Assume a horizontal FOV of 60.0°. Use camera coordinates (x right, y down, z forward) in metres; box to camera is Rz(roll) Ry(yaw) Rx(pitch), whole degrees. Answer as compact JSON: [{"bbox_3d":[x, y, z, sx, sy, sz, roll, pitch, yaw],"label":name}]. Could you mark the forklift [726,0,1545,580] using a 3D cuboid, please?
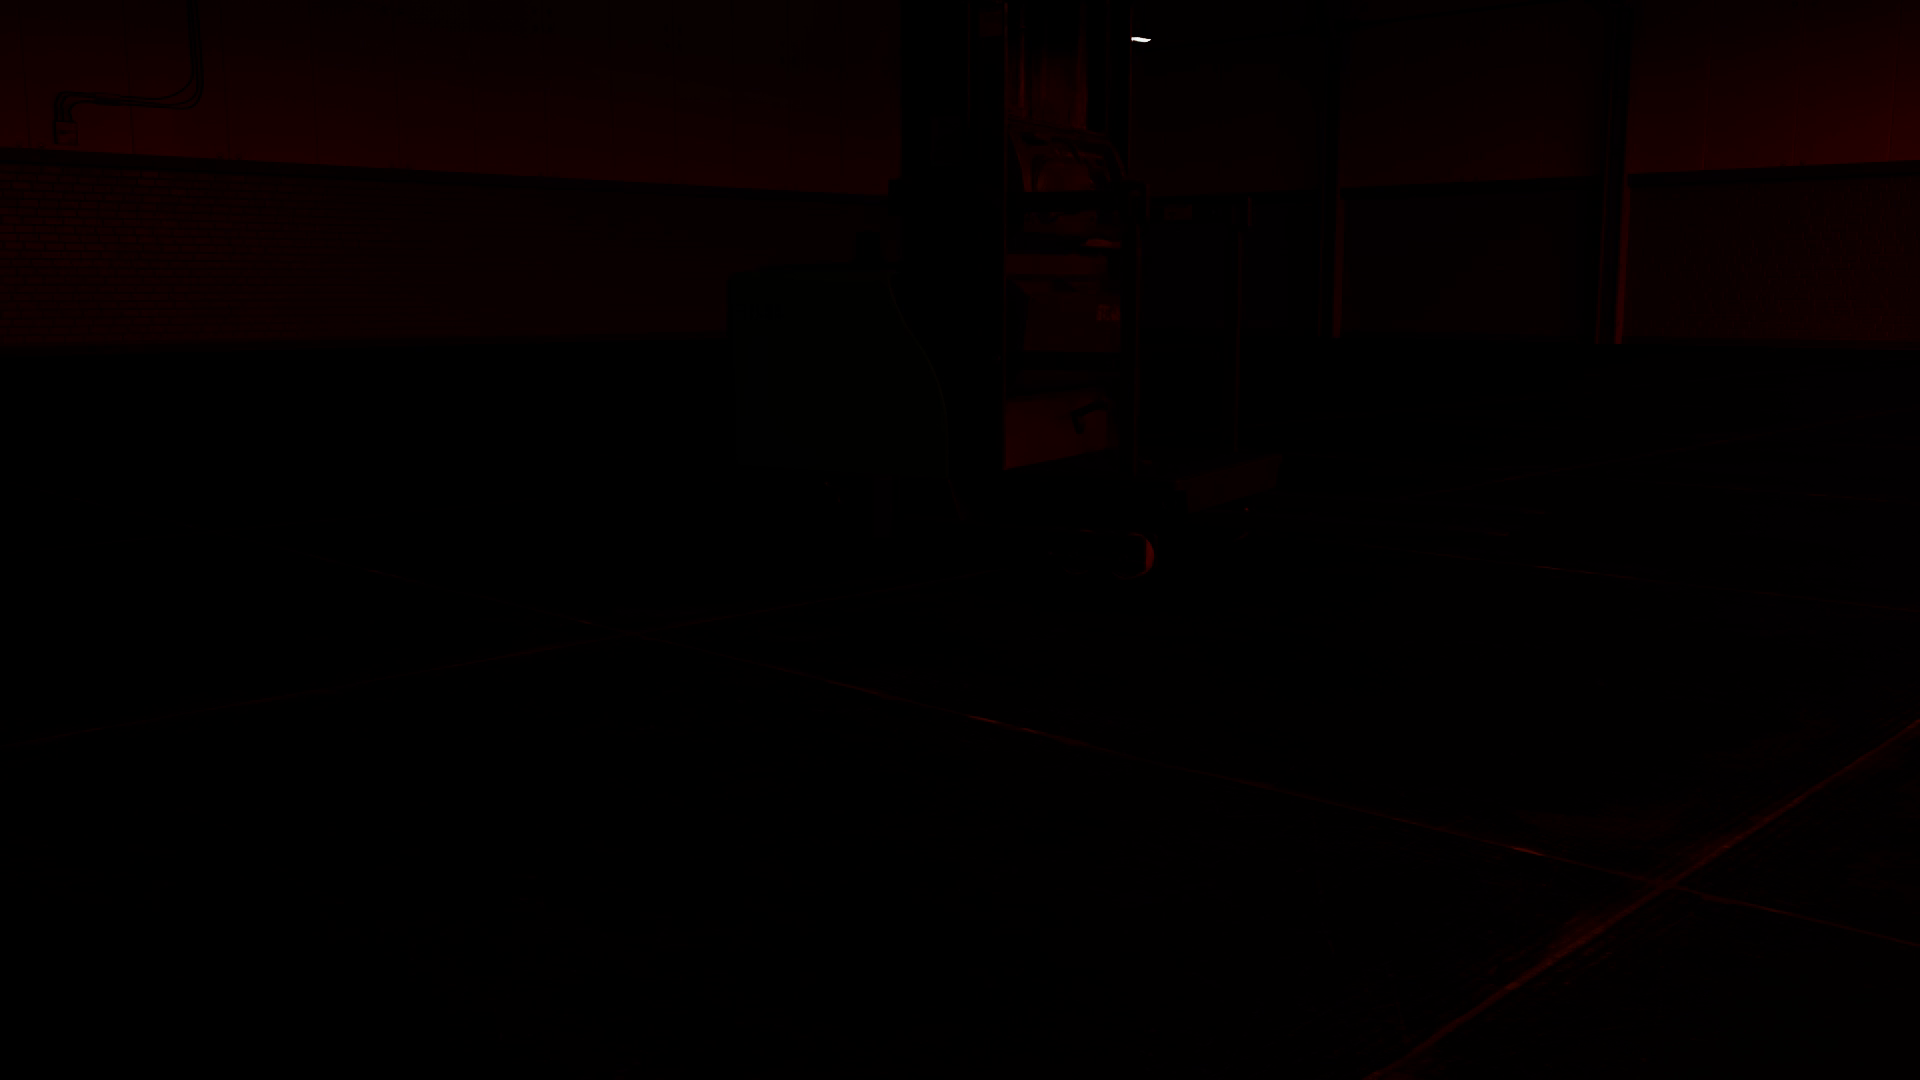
[{"bbox_3d":[0.597,-1.400,6.171,3.031,2.935,1.130,5,10,29],"label":"forklift"}]
